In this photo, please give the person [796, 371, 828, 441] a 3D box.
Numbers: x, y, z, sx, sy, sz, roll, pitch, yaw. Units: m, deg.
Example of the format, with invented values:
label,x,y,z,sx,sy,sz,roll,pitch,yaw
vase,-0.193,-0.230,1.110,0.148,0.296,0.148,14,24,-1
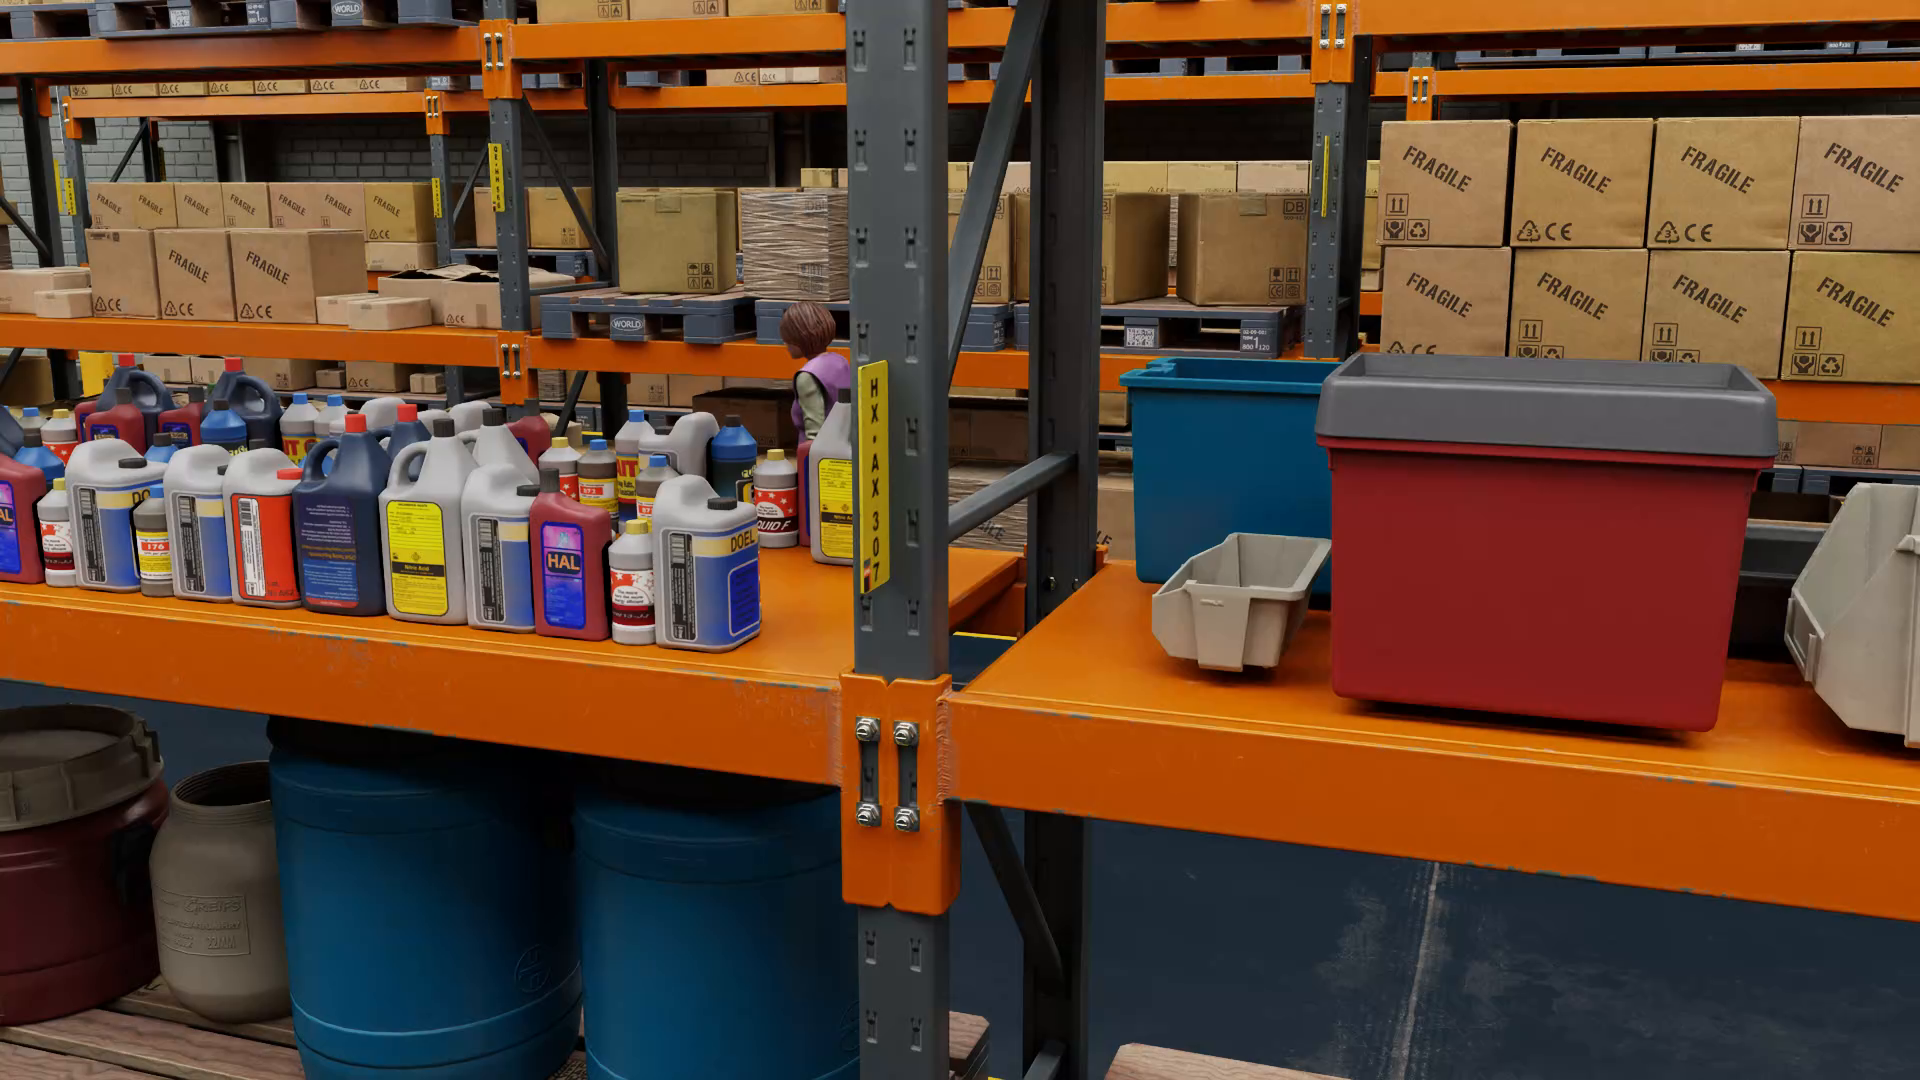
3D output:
label,x,y,z,sx,sy,sz,roll,pitch,yaw
person,-0.553,-0.058,6.831,0.324,1.352,0.459,4,13,18
